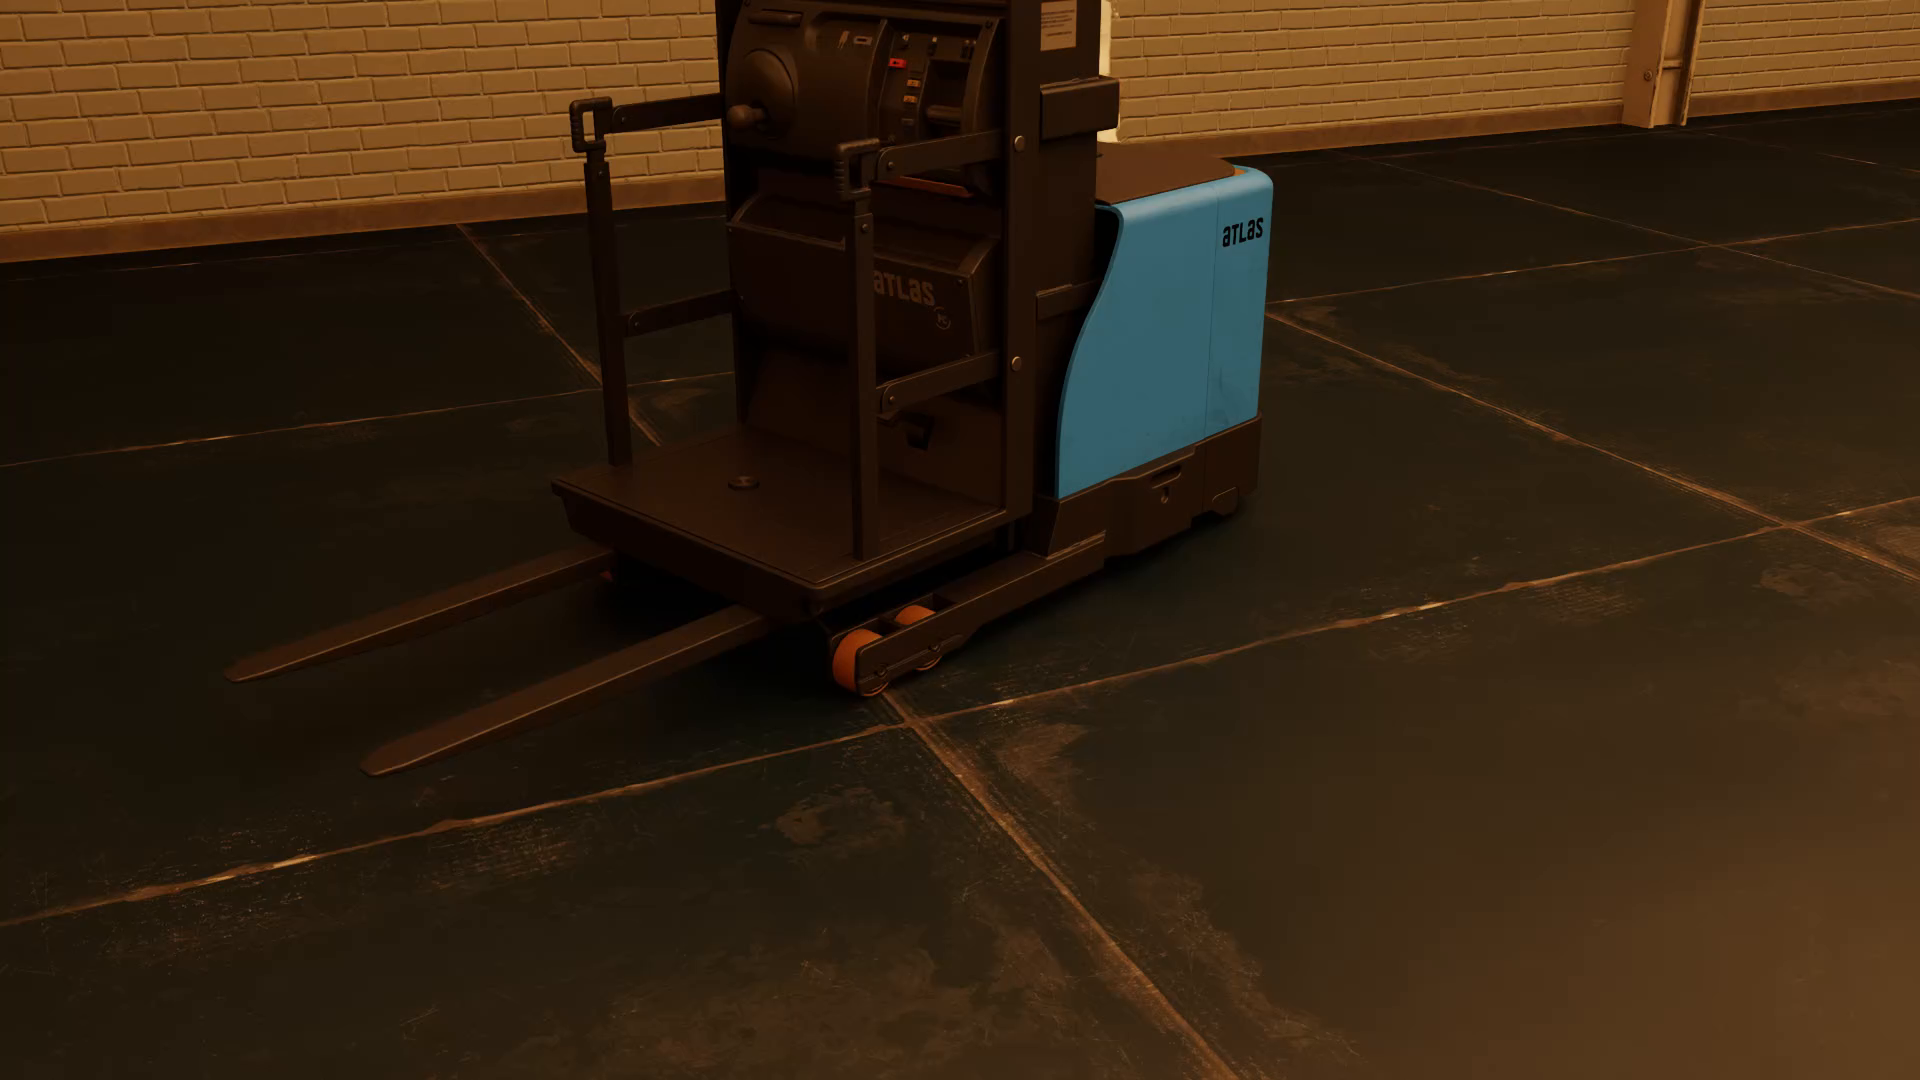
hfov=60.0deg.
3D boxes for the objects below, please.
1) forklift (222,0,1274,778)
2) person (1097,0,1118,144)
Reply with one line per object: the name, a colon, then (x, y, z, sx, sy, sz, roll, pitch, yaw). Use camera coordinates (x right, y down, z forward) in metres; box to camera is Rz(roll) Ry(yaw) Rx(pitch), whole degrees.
forklift: (-0.413, -1.182, 4.131, 1.130, 2.935, 3.031, 19, 29, 39)
person: (0.599, -2.097, 7.835, 0.435, 1.781, 0.670, 0, 23, 0)
